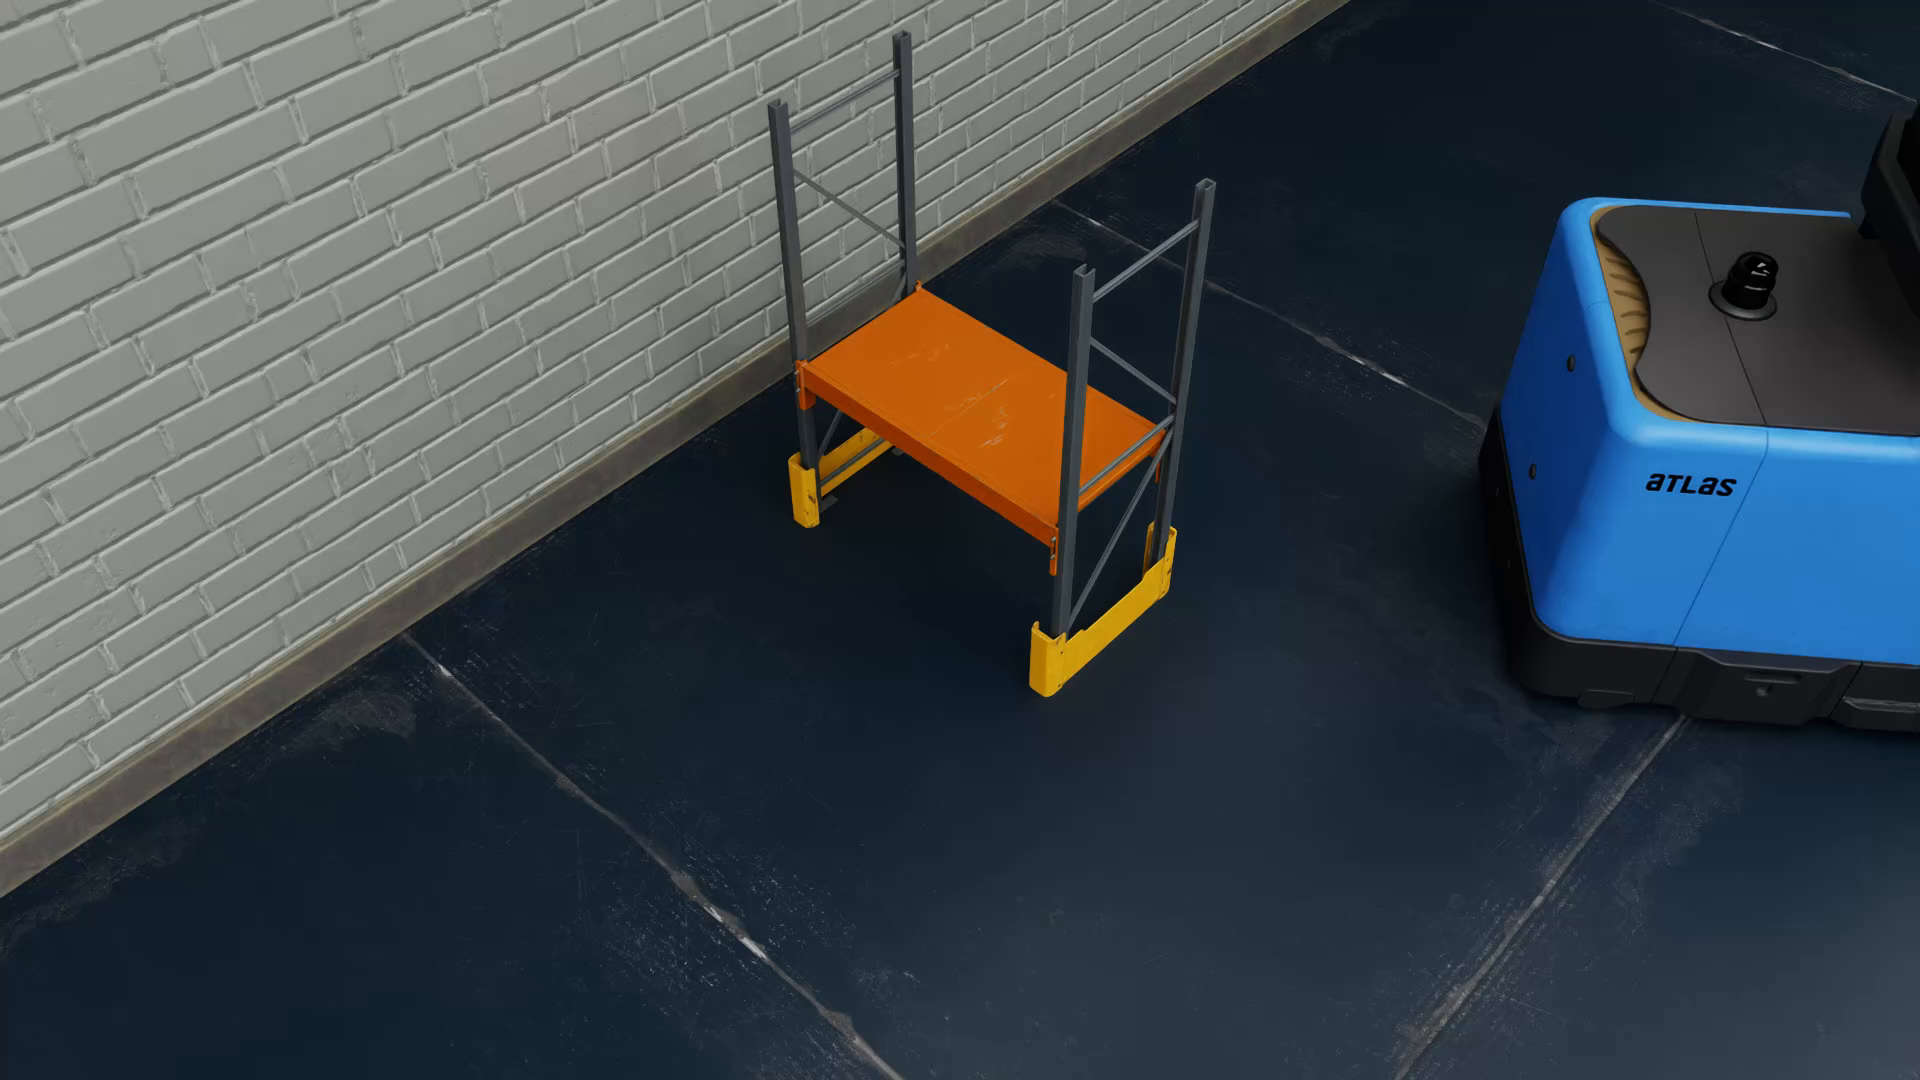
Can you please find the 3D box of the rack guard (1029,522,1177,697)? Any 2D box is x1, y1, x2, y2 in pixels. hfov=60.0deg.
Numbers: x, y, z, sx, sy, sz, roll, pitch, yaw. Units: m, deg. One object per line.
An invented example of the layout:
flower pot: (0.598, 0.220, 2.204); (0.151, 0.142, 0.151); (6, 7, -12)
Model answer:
rack guard: (0.422, 0.198, 4.892); (0.087, 0.250, 0.587); (34, 55, 28)

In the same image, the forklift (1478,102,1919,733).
forklift: (3.141, -0.785, 3.976); (3.031, 2.935, 1.130); (4, 47, 4)

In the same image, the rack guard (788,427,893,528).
rack guard: (-0.310, -0.294, 5.355); (0.087, 0.250, 0.587); (34, 55, 28)

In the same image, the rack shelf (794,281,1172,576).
rack shelf: (0.063, -0.348, 4.795); (1.000, 0.185, 0.538); (34, 55, 28)

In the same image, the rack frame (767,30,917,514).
rack frame: (-0.311, -0.723, 4.900); (0.032, 1.500, 0.500); (34, 55, 28)

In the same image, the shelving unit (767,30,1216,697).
shelving unit: (0.056, -0.476, 4.668); (1.083, 1.500, 0.587); (34, 55, 28)

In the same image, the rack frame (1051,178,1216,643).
rack frame: (0.436, -0.220, 4.428); (0.032, 1.500, 0.500); (34, 55, 28)
